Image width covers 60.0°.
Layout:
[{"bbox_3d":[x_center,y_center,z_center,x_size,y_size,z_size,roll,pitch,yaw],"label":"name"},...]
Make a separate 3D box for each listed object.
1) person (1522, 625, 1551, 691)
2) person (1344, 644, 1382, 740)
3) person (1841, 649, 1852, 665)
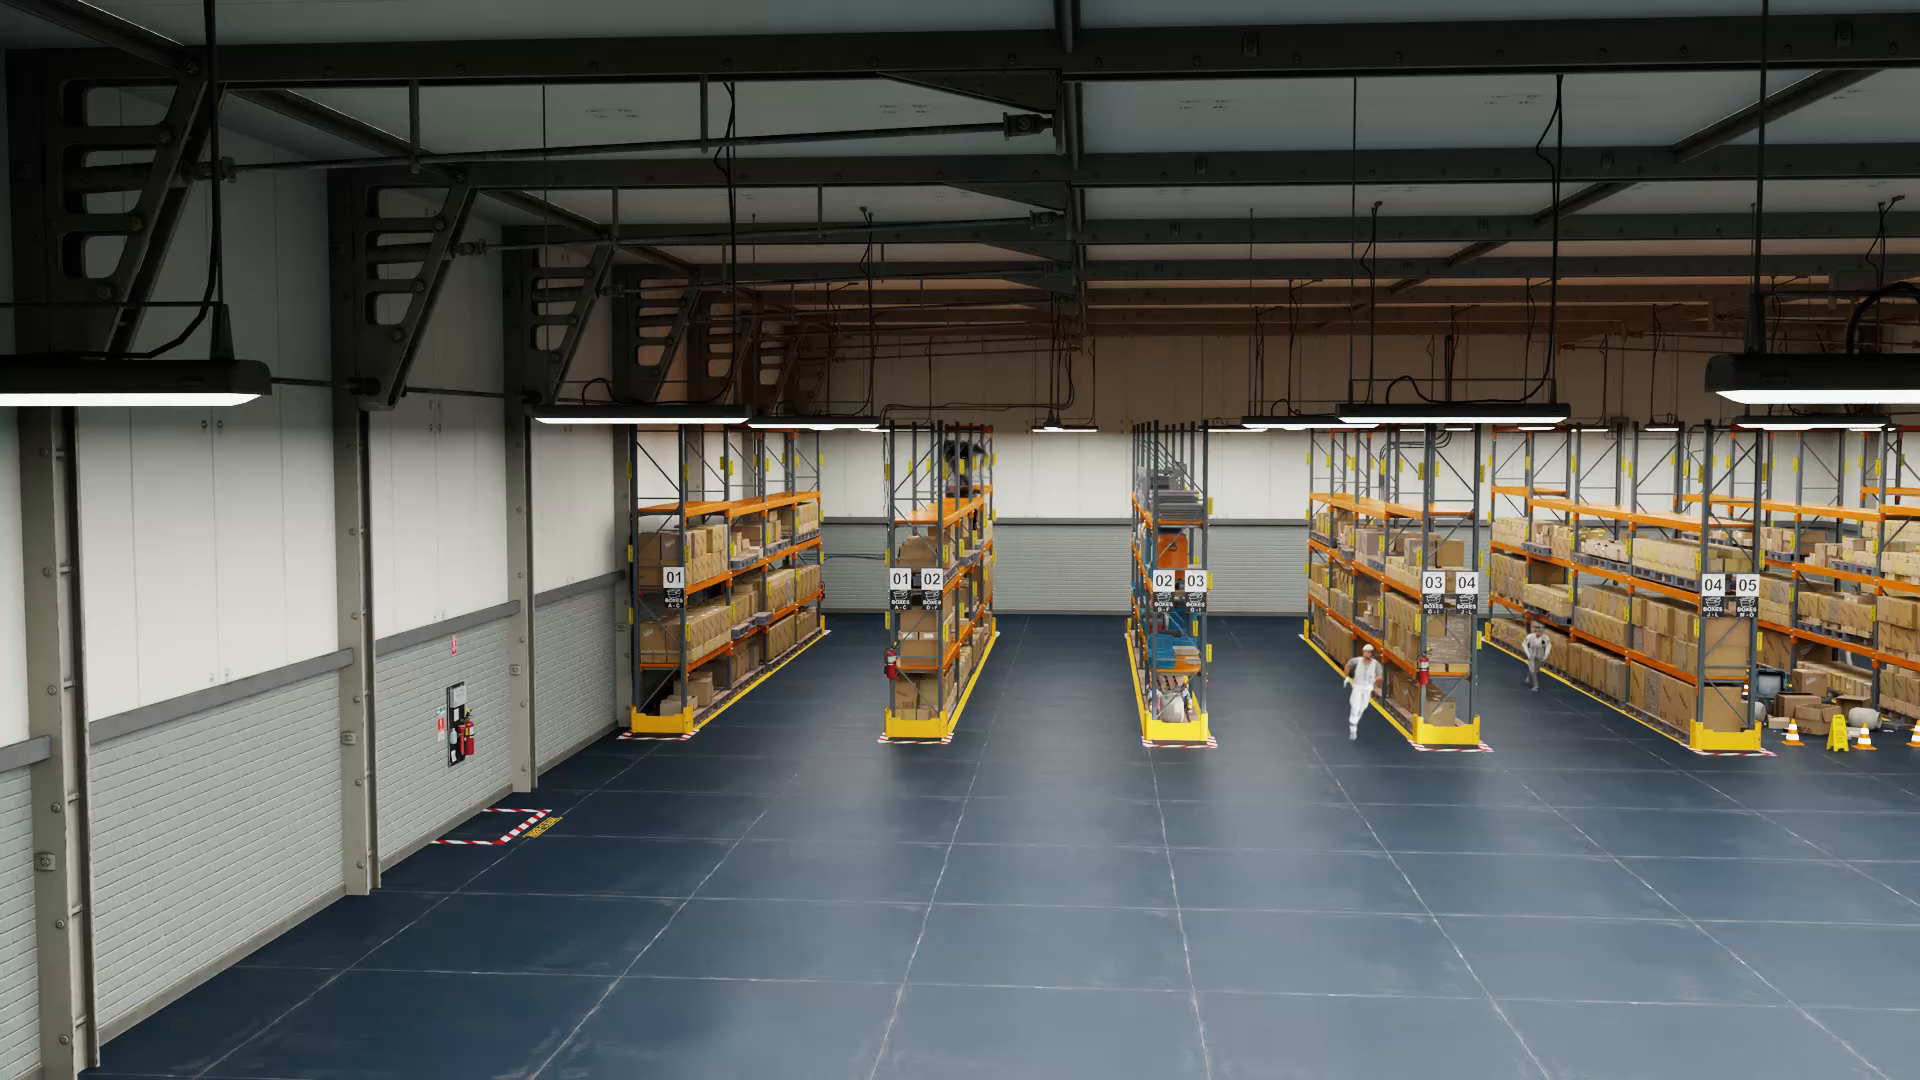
[{"bbox_3d":[12.933,2.629,37.353,0.626,1.512,0.964,1,4,9],"label":"person"},{"bbox_3d":[7.620,2.833,31.466,0.709,1.753,0.998,0,4,3],"label":"person"},{"bbox_3d":[21.202,2.291,40.062,0.673,1.841,0.951,0,4,3],"label":"person"}]
